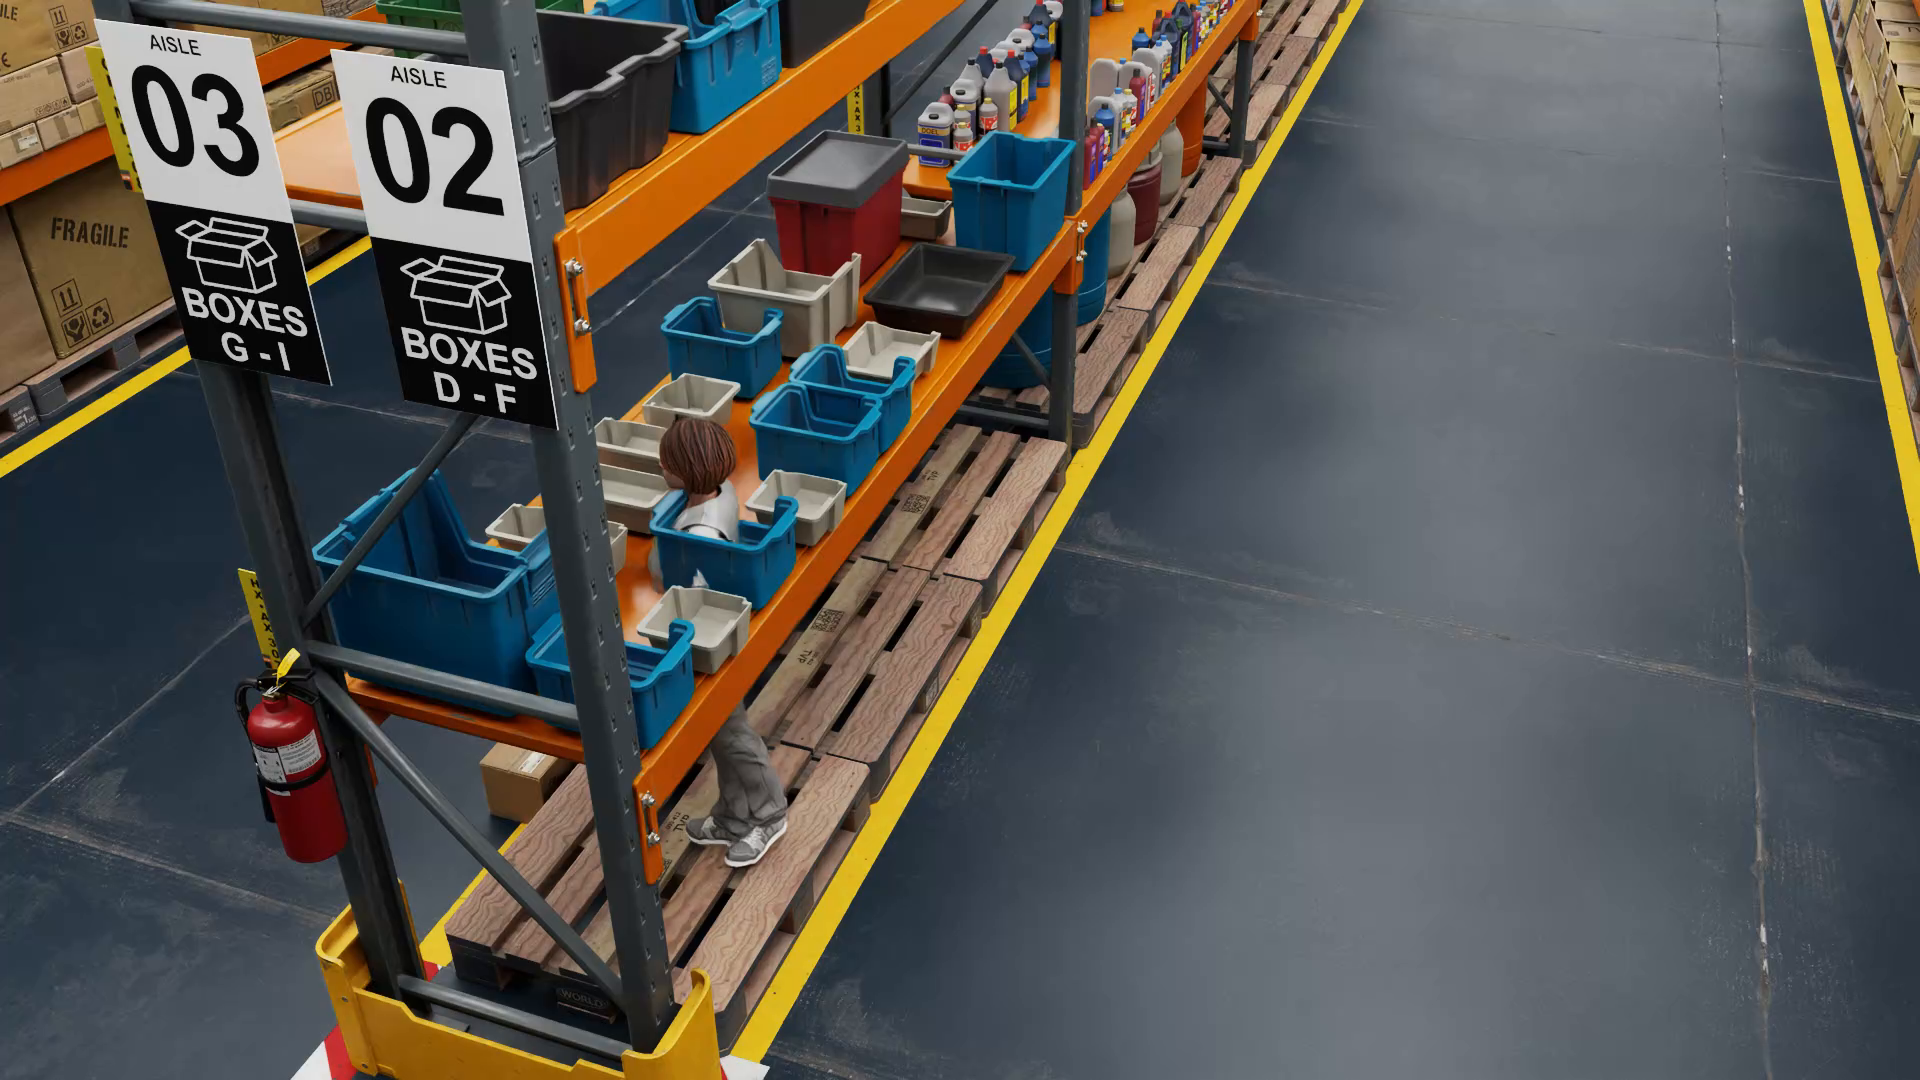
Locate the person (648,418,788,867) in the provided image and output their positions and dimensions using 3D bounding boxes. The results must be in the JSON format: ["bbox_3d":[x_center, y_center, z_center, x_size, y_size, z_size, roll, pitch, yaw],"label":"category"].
[{"bbox_3d":[-0.760,0.341,5.257,0.364,1.619,0.541,0,34,0],"label":"person"}]
